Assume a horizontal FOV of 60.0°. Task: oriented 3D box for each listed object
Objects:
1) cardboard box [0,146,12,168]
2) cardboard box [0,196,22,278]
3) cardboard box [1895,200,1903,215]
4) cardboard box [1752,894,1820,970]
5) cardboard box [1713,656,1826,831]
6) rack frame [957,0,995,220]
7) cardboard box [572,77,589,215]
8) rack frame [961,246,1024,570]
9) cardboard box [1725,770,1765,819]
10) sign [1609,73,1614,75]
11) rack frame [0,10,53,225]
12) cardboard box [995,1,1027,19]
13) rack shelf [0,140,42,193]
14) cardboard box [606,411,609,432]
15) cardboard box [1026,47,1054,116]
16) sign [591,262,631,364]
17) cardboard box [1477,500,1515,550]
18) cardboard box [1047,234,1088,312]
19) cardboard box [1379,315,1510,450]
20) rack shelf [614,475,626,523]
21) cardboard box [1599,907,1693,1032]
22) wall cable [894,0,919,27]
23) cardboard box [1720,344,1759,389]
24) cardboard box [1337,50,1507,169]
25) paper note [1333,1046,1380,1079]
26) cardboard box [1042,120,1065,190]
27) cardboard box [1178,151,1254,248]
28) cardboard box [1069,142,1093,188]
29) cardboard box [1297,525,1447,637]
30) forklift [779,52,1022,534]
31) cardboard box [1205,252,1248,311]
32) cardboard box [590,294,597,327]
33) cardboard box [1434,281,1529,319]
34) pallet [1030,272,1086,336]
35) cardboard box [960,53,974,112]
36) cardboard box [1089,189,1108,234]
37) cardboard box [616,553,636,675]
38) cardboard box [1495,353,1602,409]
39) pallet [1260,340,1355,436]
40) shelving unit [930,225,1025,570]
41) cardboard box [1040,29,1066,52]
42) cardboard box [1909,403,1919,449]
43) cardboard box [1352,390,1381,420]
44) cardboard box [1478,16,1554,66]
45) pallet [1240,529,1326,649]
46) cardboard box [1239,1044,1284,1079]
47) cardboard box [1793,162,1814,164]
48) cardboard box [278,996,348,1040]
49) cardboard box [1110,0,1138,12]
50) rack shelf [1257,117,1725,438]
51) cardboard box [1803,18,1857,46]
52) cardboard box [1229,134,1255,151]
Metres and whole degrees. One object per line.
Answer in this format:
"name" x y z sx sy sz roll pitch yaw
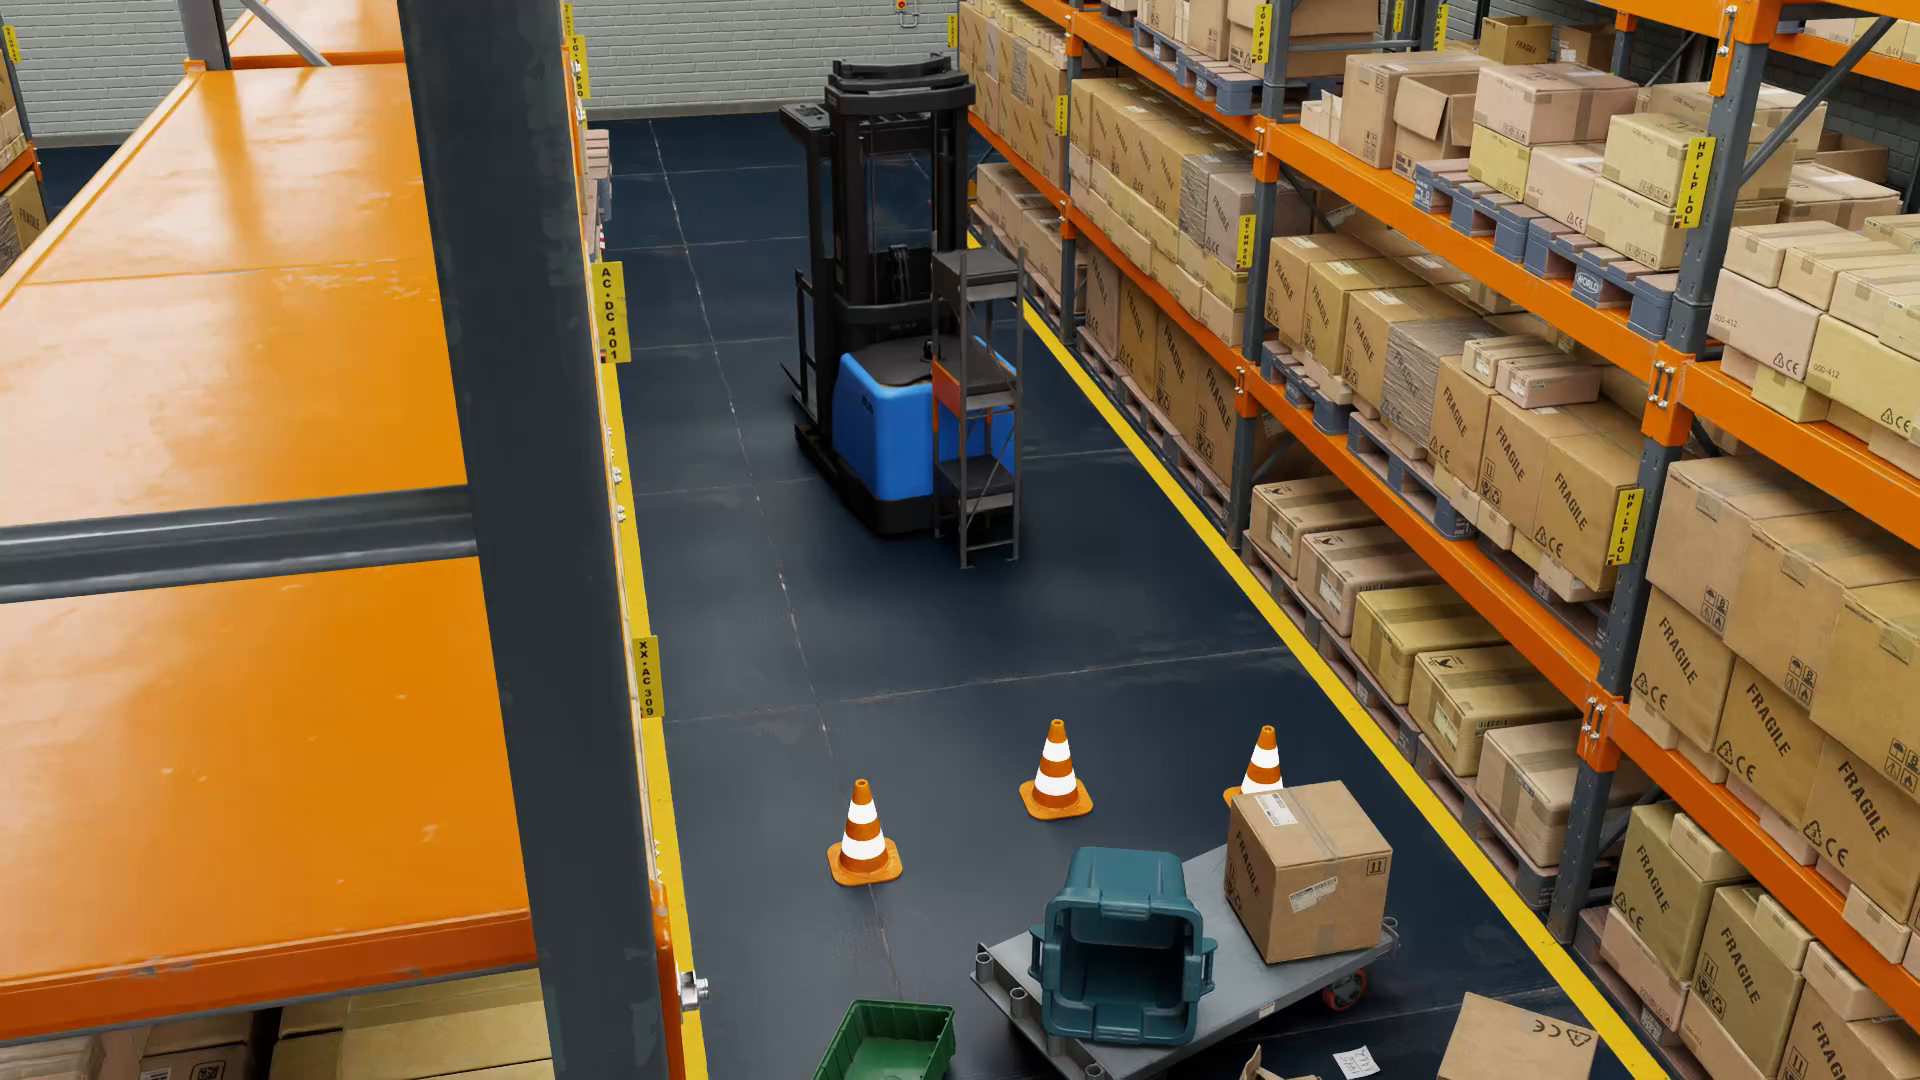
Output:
"cardboard box" -8.671 -3.392 14.766 0.380 0.149 0.250 -6 27 -11
"cardboard box" -8.761 -2.418 14.451 0.875 0.875 0.875 -6 27 -12
"cardboard box" 6.552 -2.402 12.228 0.500 0.250 0.500 -7 28 -14
"cardboard box" 3.129 1.399 6.030 0.380 0.149 0.250 -5 27 -10
"cardboard box" 3.135 0.672 5.995 0.500 0.500 0.500 -6 27 -12
"rack frame" 0.467 -4.858 17.392 1.000 3.000 0.127 -6 27 -12
"cardboard box" -1.865 -1.680 7.079 0.500 0.500 0.500 -6 27 -12
"rack frame" 0.192 -0.777 10.306 0.400 2.100 0.015 -10 28 -19
"cardboard box" 3.127 0.912 6.239 0.380 0.149 0.250 -6 27 -12
"sign" 5.677 -3.936 14.604 0.100 0.325 0.005 -6 27 -12
"rack frame" -9.188 -3.852 15.399 1.000 3.000 0.127 -6 27 -12
"cardboard box" 0.540 -4.997 15.728 0.380 0.149 0.250 -6 27 -11
"rack shelf" -8.737 -2.653 13.821 1.077 0.370 4.000 -6 27 -12
"cardboard box" -1.178 -0.264 4.663 0.380 0.149 0.250 -6 27 -11
"cardboard box" 0.887 -3.996 14.463 0.500 0.500 0.500 -6 27 -12
"sign" -1.088 -0.705 5.174 0.100 0.325 0.005 -6 27 -12
"cardboard box" 2.651 -0.090 7.759 0.380 0.149 0.250 -6 27 -12
"cardboard box" 1.332 -2.432 14.964 0.875 0.438 0.875 -6 27 -12
"cardboard box" 2.502 -0.809 8.463 0.500 0.500 0.500 -7 28 -14
"rack shelf" -1.178 0.817 3.618 1.077 0.370 4.000 -6 27 -12
"cardboard box" 3.041 1.736 6.913 0.500 0.250 0.500 -7 28 -14
"wall cable" -0.826 -7.799 22.056 0.585 1.953 0.123 -6 27 -12
"cardboard box" 3.001 -0.653 6.012 0.380 0.149 0.250 -6 27 -12
"cardboard box" 2.474 -2.313 8.909 0.700 0.500 0.500 -6 27 -12
"paper note" 1.629 2.141 6.820 0.148 0.019 0.142 -6 27 -12
"cardboard box" 1.015 -3.324 14.243 0.500 0.500 0.500 -6 27 -11
"cardboard box" 1.775 -2.262 11.028 0.500 0.500 0.500 -5 27 -11
"cardboard box" 1.193 -3.036 13.395 0.500 0.250 0.500 -7 28 -13
"cardboard box" 2.562 0.212 9.798 0.950 0.372 0.625 -6 27 -13
"forklift" -0.592 -1.989 11.784 1.130 2.935 3.031 -10 28 -19
"cardboard box" 1.913 -1.689 10.726 0.500 0.250 0.500 -6 27 -12
"cardboard box" -1.123 -0.509 4.263 0.380 0.149 0.250 -6 27 -12
"cardboard box" 2.885 -1.092 9.024 0.500 0.500 0.500 -8 28 -15
"pallet" 1.273 -2.199 15.219 1.003 0.211 1.213 -6 27 -12
"cardboard box" 0.296 -4.663 16.895 0.500 0.500 0.500 -6 27 -12
"cardboard box" 1.329 -2.588 13.061 0.500 0.250 0.500 -7 28 -13
"cardboard box" -0.778 0.161 2.936 0.380 0.149 0.250 -6 27 -12
"cardboard box" 2.679 -0.725 7.578 0.380 0.149 0.250 -7 28 -13
"pallet" 2.534 -0.958 9.879 1.213 0.211 1.003 -6 27 -12
"shelving unit" 0.103 -0.879 10.508 0.431 2.100 0.503 -10 28 -19
"cardboard box" 0.914 -4.332 14.410 0.380 0.149 0.250 -6 27 -12
"cardboard box" 3.229 -0.327 4.923 0.500 0.250 0.500 -6 27 -11
"cardboard box" 2.382 -0.787 9.139 0.380 0.149 0.250 -4 27 -9
"cardboard box" 5.480 -4.879 16.439 0.500 0.500 0.500 -5 27 -10
"pallet" 2.445 0.242 10.383 1.003 0.211 1.213 -6 27 -12
"cardboard box" 1.264 2.206 6.431 0.396 0.266 0.258 19 32 32
"cardboard box" 3.315 -1.569 7.248 0.500 0.250 0.500 -6 27 -12
"cardboard box" -0.701 0.615 2.479 0.500 0.250 0.500 -6 27 -12
"cardboard box" 1.313 -3.933 12.024 0.380 0.166 0.250 -8 28 -15
"rack shelf" 2.721 -1.486 8.181 1.077 0.370 4.000 -6 27 -12
"cardboard box" 6.526 -3.765 12.064 0.500 0.250 0.500 -6 27 -12
"cardboard box" 2.174 -2.524 11.547 0.500 0.500 0.500 -5 27 -10
